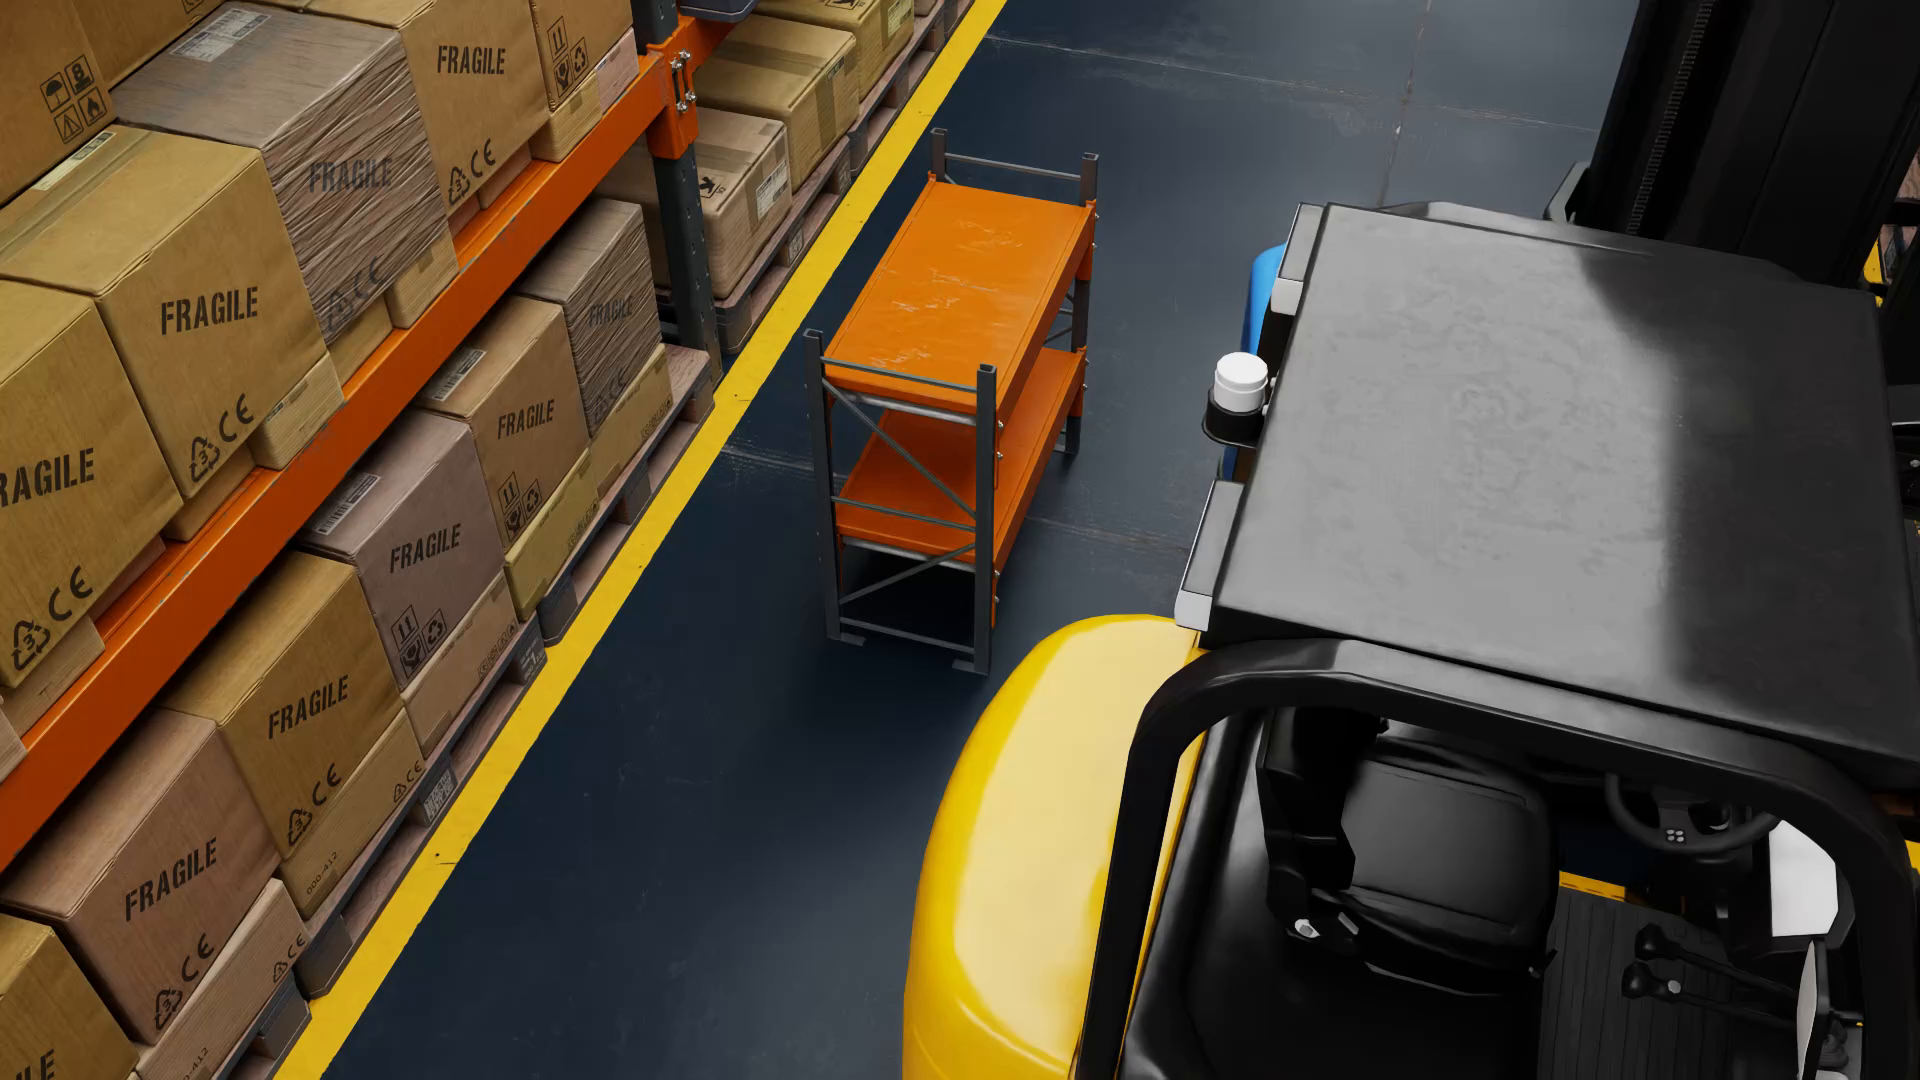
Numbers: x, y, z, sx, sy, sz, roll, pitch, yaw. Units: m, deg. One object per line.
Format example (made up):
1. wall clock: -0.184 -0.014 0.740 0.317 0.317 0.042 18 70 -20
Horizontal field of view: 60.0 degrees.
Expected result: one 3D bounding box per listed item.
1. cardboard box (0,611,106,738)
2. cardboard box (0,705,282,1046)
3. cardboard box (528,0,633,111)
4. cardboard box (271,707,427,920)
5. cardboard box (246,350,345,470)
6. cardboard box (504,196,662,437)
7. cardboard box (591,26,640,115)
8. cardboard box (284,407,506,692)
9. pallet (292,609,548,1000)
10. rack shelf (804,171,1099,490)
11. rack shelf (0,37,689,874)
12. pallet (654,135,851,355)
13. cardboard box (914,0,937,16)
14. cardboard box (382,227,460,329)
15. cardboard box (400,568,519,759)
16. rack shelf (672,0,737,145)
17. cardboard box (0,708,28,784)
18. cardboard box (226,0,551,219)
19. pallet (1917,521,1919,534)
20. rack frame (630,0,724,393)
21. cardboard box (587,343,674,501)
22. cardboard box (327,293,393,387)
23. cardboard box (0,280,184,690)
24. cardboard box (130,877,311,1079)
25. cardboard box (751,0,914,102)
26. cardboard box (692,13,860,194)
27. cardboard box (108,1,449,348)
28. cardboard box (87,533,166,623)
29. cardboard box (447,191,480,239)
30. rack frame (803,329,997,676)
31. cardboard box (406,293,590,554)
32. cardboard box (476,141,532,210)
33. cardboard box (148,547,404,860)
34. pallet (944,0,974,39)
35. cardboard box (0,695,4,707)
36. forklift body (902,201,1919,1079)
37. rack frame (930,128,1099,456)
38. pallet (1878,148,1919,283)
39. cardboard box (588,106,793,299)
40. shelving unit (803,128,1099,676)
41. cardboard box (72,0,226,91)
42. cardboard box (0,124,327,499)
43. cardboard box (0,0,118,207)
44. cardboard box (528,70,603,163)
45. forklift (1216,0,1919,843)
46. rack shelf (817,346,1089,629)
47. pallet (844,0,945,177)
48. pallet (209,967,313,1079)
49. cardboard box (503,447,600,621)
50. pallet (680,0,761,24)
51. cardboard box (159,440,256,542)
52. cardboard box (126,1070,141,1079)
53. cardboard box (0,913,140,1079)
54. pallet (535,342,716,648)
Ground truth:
1. cardboard box: -1.846 0.194 3.087 0.380 0.149 0.250 14 46 14
2. cardboard box: -1.865 0.677 3.543 0.500 0.500 0.500 11 45 11
3. cardboard box: -1.220 -1.503 4.357 0.500 0.500 0.500 11 46 11
4. cardboard box: -1.711 0.605 4.153 0.500 0.250 0.500 15 46 15
5. cardboard box: -1.584 -0.320 3.612 0.380 0.149 0.250 13 46 13
6. cardboard box: -1.246 -0.694 4.944 0.500 0.500 0.500 12 46 12
7. cardboard box: -1.130 -1.341 4.655 0.380 0.149 0.250 12 46 12
8. cardboard box: -1.552 -0.014 4.249 0.500 0.500 0.500 15 46 15
9. pallet: -1.860 0.558 4.529 1.003 0.211 1.213 13 46 13
10. rack shelf: 0.002 -0.616 4.656 0.538 0.278 1.000 13 46 13
11. rack shelf: -1.928 -0.120 3.742 1.077 0.370 4.000 13 46 13
12. pallet: -1.088 -1.232 6.358 1.003 0.211 1.213 13 46 13
13. cardboard box: -0.508 -2.719 7.462 0.950 0.372 0.625 12 46 12
14. cardboard box: -1.434 -0.663 3.963 0.380 0.149 0.250 12 46 12
15. cardboard box: -1.556 0.269 4.496 0.500 0.250 0.500 13 46 13
16. rack shelf: -0.717 -2.786 6.466 1.077 0.370 4.000 13 46 13
17. cardboard box: -1.893 0.373 2.903 0.380 0.149 0.250 13 46 13
18. cardboard box: -1.370 -1.158 4.005 0.500 0.500 0.500 14 46 14
19. pallet: 3.595 -0.164 5.266 1.003 0.211 1.213 13 46 13
20. rack frame: -1.323 -1.710 4.853 1.000 3.000 0.127 13 46 13
21. cardboard box: -1.246 -0.426 5.206 0.500 0.250 0.500 14 46 14
22. cardboard box: -1.540 -0.499 3.795 0.380 0.149 0.250 12 46 12
23. cardboard box: -1.819 -0.128 2.952 0.500 0.500 0.500 12 46 12
24. cardboard box: -1.865 0.971 3.778 0.500 0.250 0.500 14 46 14
25. cardboard box: -0.743 -2.215 6.947 0.950 0.372 0.625 14 46 14
26. cardboard box: -0.952 -1.751 6.473 0.950 0.372 0.625 15 46 15
27. cardboard box: -1.522 -0.812 3.651 0.500 0.500 0.500 14 46 14
28. cardboard box: -1.824 0.005 3.280 0.380 0.149 0.250 14 46 14
29. cardboard box: -1.441 -0.853 4.157 0.380 0.149 0.250 12 46 12
30. rack frame: -0.152 -0.068 4.515 0.500 1.125 0.032 13 46 13
31. cardboard box: -1.399 -0.355 4.597 0.500 0.500 0.500 13 46 13
32. cardboard box: -1.352 -1.016 4.323 0.380 0.149 0.250 13 46 13
33. cardboard box: -1.706 0.344 3.883 0.500 0.500 0.500 13 46 13
34. pallet: -0.350 -2.859 8.021 1.003 0.211 1.213 13 46 13
35. cardboard box: -1.973 0.211 2.605 0.500 0.500 0.500 14 46 14
36. forklift body: 1.033 0.658 3.039 2.313 2.155 1.214 13 46 13
37. rack frame: 0.156 -0.745 5.207 0.500 1.125 0.032 13 46 13
38. pallet: 3.963 -0.979 6.100 1.003 0.211 1.213 13 46 13
39. cardboard box: -1.166 -1.271 5.983 0.950 0.372 0.625 13 46 13
40. shelving unit: 0.002 -0.407 4.861 0.538 1.125 1.048 13 46 13
41. cardboard box: -2.016 -1.297 3.432 0.700 0.500 0.500 12 46 12
42. cardboard box: -1.673 -0.469 3.300 0.500 0.500 0.500 12 46 12
43. cardboard box: -2.087 -0.930 3.057 0.700 0.500 0.500 12 46 12
44. cardboard box: -1.199 -1.173 4.484 0.380 0.149 0.250 13 46 13
45. forklift: 2.226 -0.623 3.791 3.031 2.935 1.130 6 45 6
46. rack shelf: 0.002 -0.232 5.032 0.538 0.278 1.000 13 46 13
47. pallet: -0.721 -2.048 7.192 1.003 0.211 1.213 13 46 13
48. pallet: -2.231 1.368 3.701 1.003 0.211 1.213 13 46 13
49. cardboard box: -1.397 -0.069 4.842 0.500 0.250 0.500 11 46 11
50. pallet: -0.953 -2.120 5.409 1.003 0.211 1.213 13 46 13
51. cardboard box: -1.716 -0.165 3.453 0.380 0.149 0.250 11 46 11
52. cardboard box: -2.026 1.310 3.432 0.500 0.250 0.500 12 46 12
53. cardboard box: -2.020 1.026 3.186 0.500 0.500 0.500 11 45 11
54. pallet: -1.492 -0.258 5.363 1.003 0.211 1.213 13 46 13
